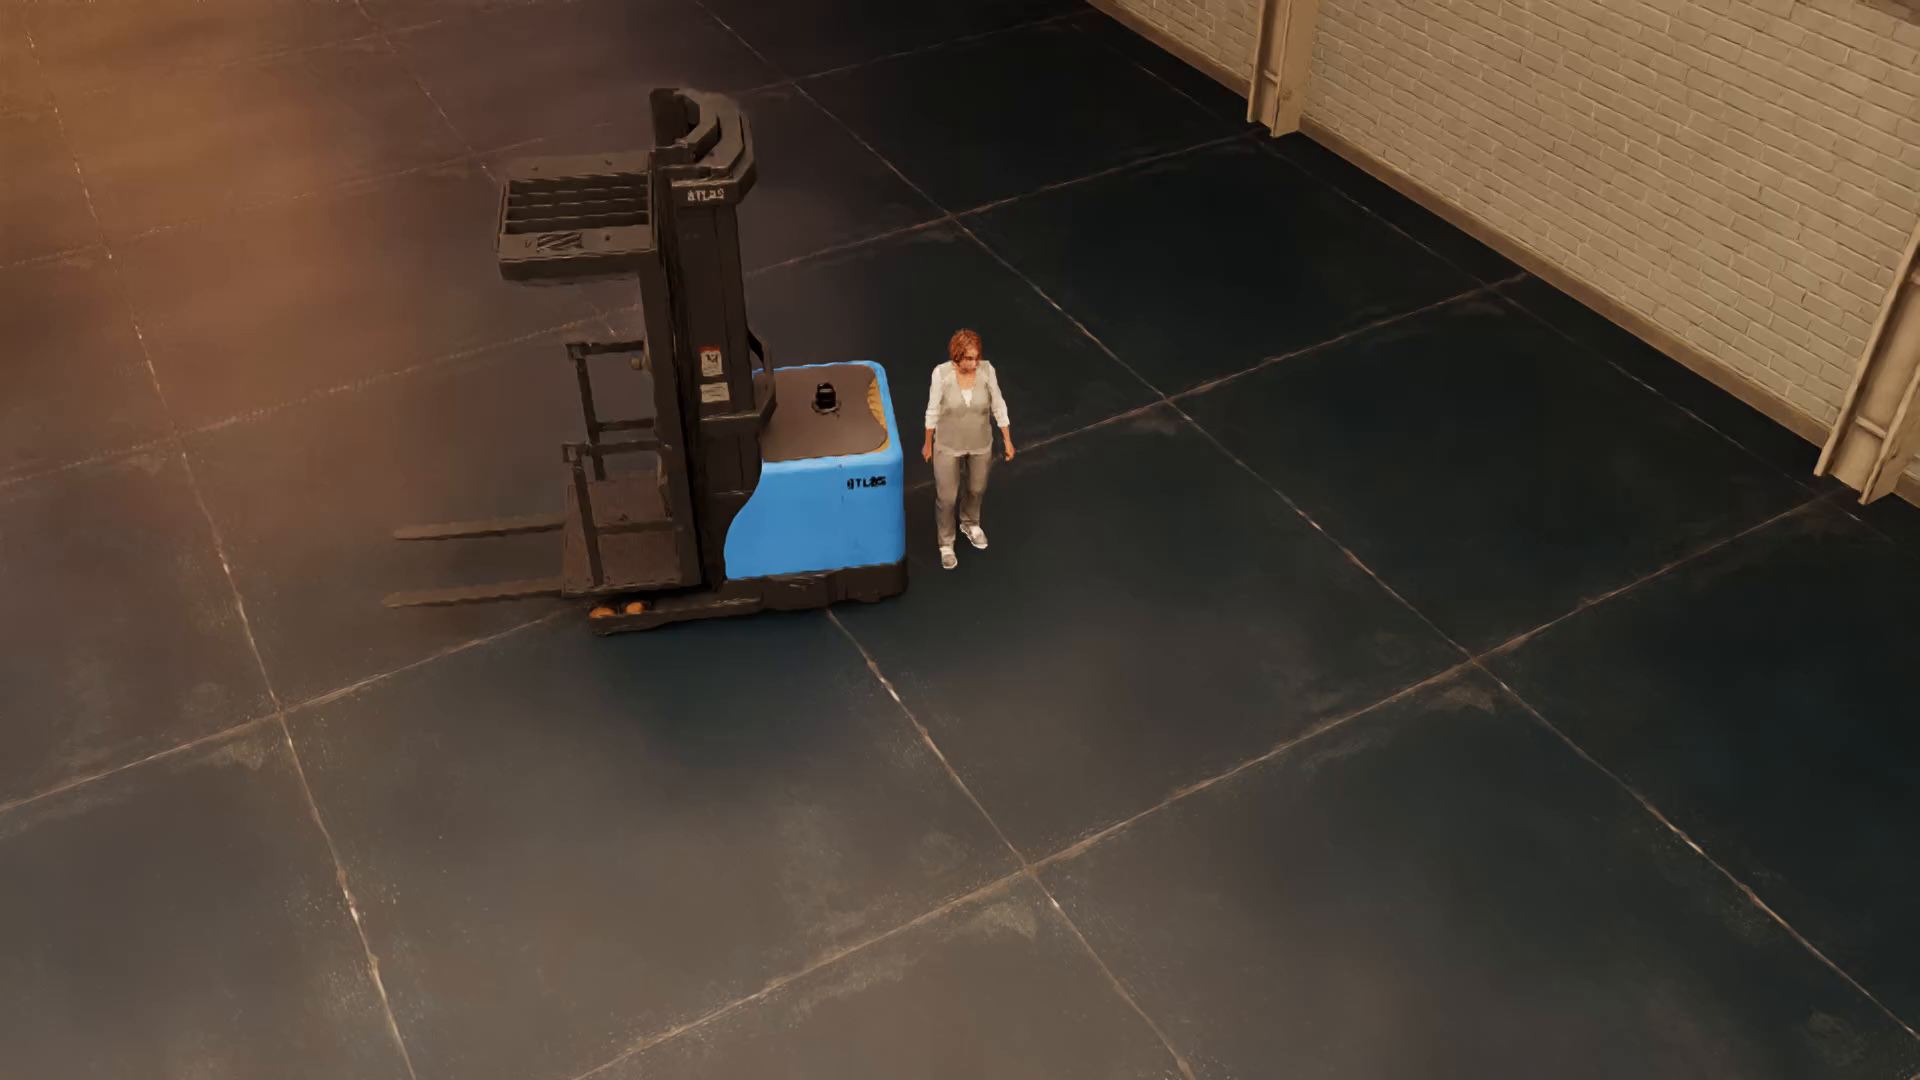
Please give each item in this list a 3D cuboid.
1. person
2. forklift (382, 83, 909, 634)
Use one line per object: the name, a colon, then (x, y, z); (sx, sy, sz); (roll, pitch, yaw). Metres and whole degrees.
person: (0.043, -0.569, 9.784); (0.528, 1.582, 0.438); (-9, 40, -11)
forklift: (-1.869, -0.942, 9.172); (3.031, 2.935, 1.130); (-6, 40, -7)
